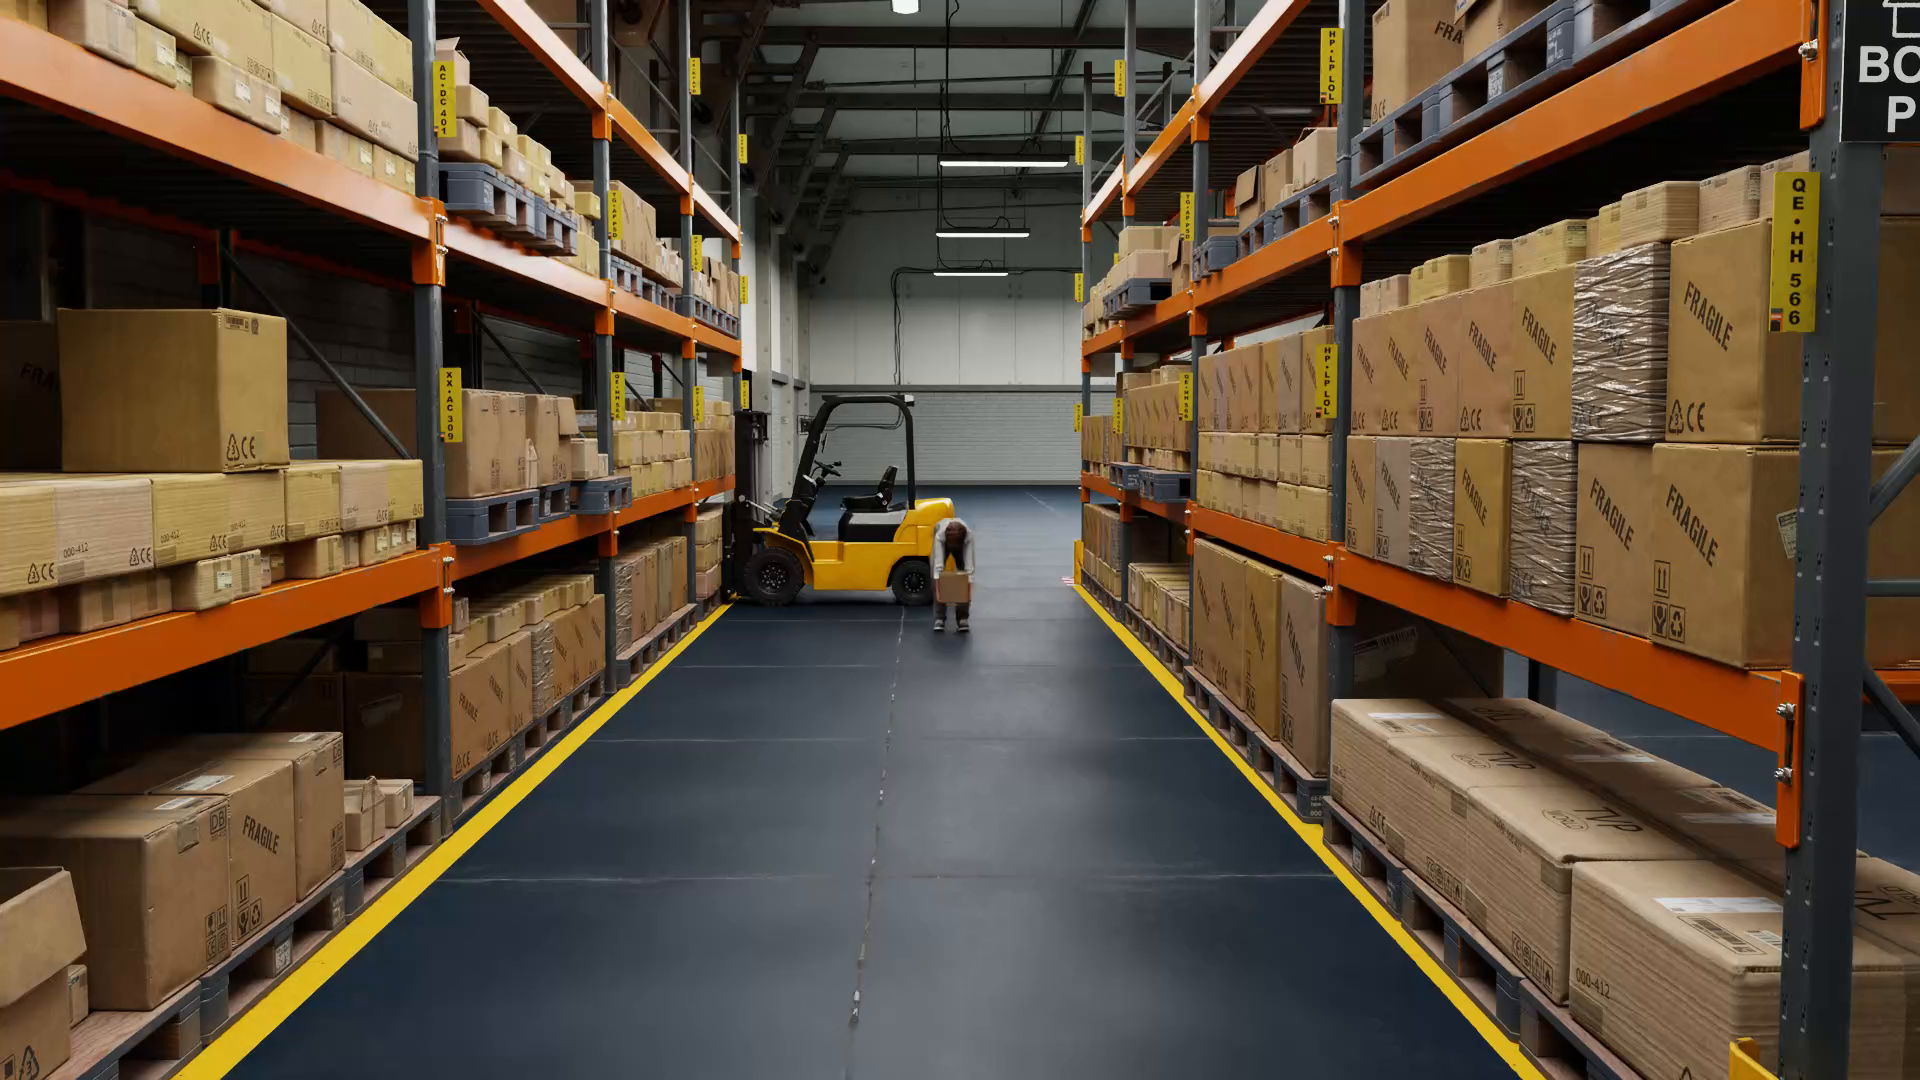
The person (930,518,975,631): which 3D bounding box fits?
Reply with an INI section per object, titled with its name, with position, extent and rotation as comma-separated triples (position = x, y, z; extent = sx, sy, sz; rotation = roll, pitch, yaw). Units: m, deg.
[person]
position = -0.067, 0.321, 14.836
extent = 0.389, 1.013, 0.868
rotation = 0, 4, -3
